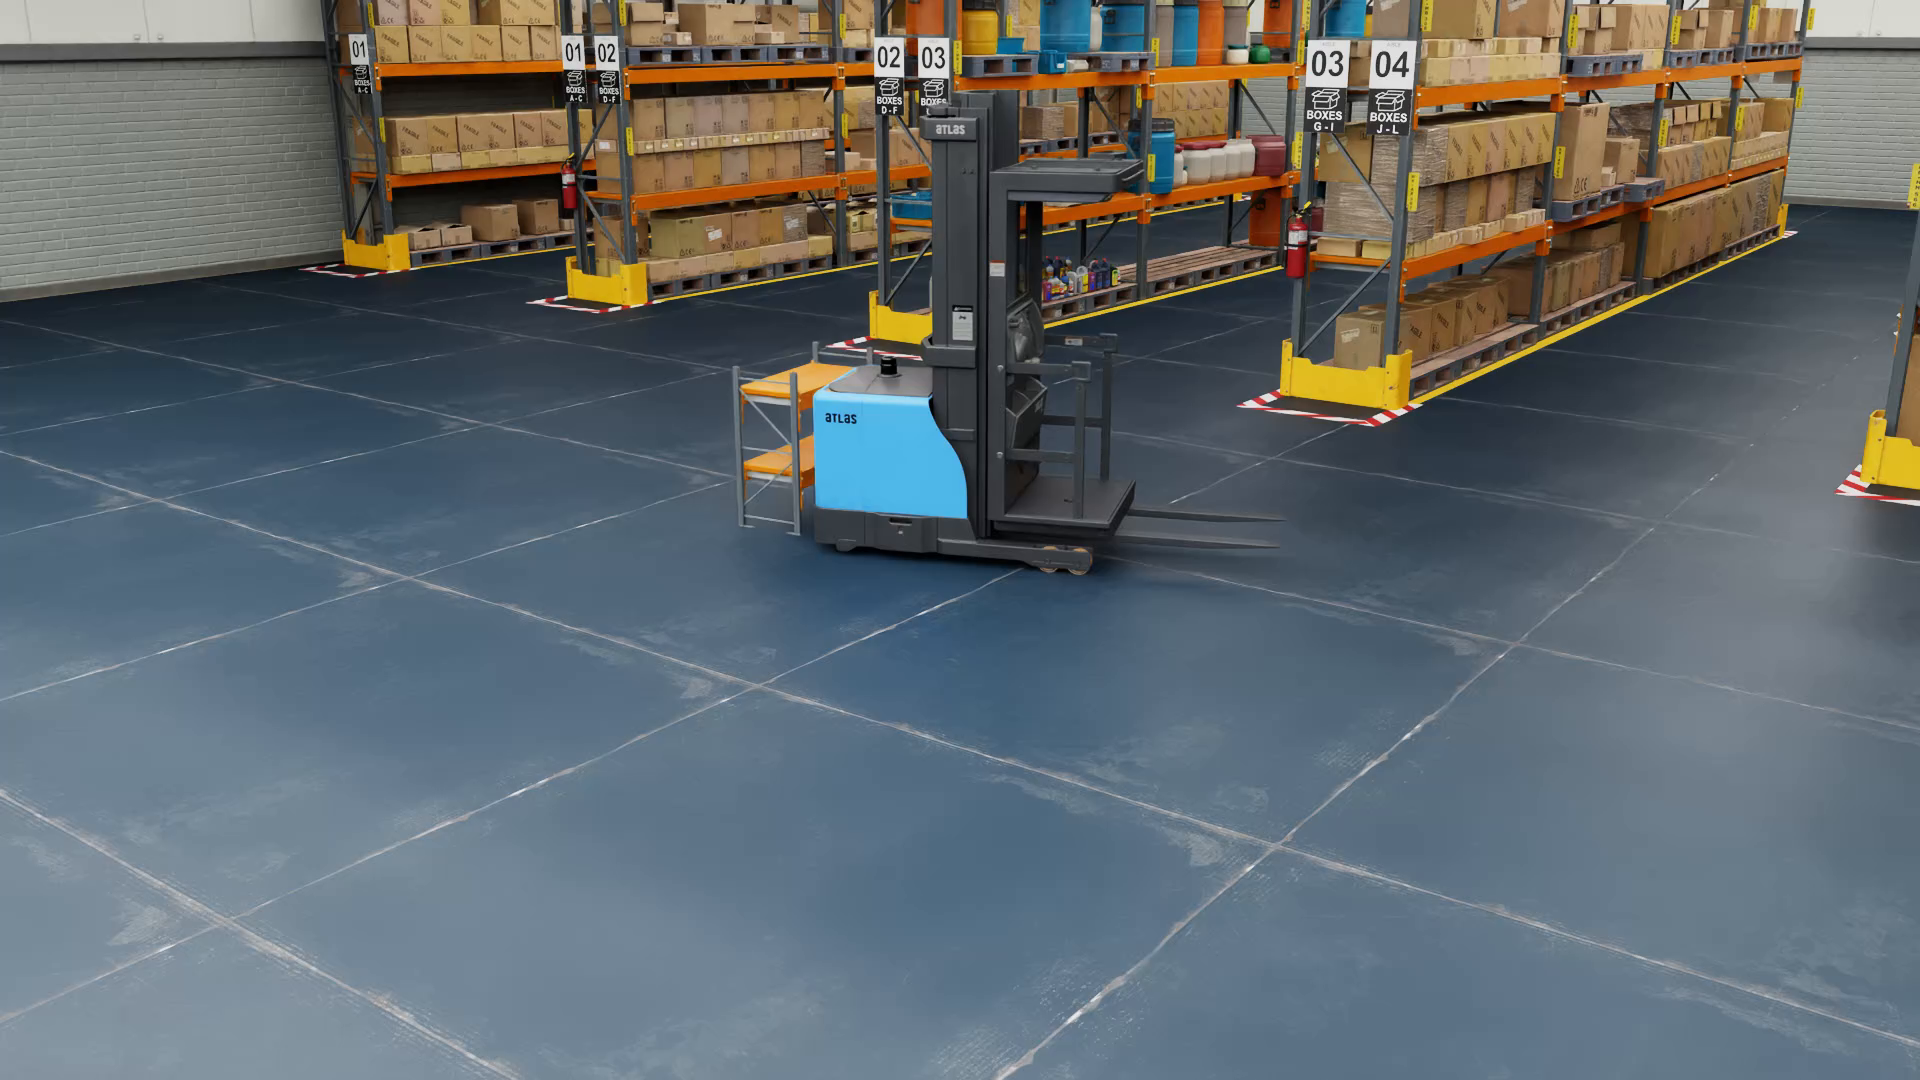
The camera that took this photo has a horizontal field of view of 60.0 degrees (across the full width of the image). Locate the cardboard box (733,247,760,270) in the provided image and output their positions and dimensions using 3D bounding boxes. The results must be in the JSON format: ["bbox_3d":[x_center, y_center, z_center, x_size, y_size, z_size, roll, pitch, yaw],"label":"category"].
[{"bbox_3d":[-3.046,-3.808,22.375,0.500,0.250,0.500,12,21,35],"label":"cardboard box"}]

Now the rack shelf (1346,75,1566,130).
[{"bbox_3d":[4.706,-4.289,16.152,1.077,0.370,4.000,12,21,35],"label":"rack shelf"}]

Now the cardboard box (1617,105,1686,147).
[{"bbox_3d":[9.120,-5.482,21.978,0.797,0.503,0.637,13,21,36],"label":"cardboard box"}]

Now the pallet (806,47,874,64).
[{"bbox_3d":[-1.541,-6.981,23.931,0.805,0.209,1.217,11,21,33],"label":"pallet"}]

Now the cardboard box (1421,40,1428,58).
[{"bbox_3d":[3.864,-4.299,14.554,0.380,0.149,0.250,12,21,34],"label":"cardboard box"}]

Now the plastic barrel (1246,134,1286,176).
[{"bbox_3d":[4.270,-5.405,23.361,0.600,0.536,0.708,12,21,35],"label":"plastic barrel"}]

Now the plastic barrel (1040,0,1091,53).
[{"bbox_3d":[1.241,-6.206,19.558,0.600,0.901,0.708,12,21,35],"label":"plastic barrel"}]

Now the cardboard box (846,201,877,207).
[{"bbox_3d":[-1.441,-4.973,25.184,0.500,0.311,0.500,12,21,35],"label":"cardboard box"}]

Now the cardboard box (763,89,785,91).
[{"bbox_3d":[-3.159,-7.882,29.598,0.500,0.250,0.500,13,22,36],"label":"cardboard box"}]

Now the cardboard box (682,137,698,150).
[{"bbox_3d":[-3.576,-5.070,21.250,0.380,0.149,0.250,12,21,34],"label":"cardboard box"}]

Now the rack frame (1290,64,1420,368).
[{"bbox_3d":[3.514,-2.723,14.956,1.000,3.000,0.127,12,21,35],"label":"rack frame"}]

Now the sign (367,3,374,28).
[{"bbox_3d":[-7.984,-7.103,22.528,0.100,0.325,0.005,12,21,35],"label":"sign"}]

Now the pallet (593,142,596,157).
[{"bbox_3d":[-5.465,-6.367,27.011,1.003,0.211,1.213,12,21,35],"label":"pallet"}]

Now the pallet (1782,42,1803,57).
[{"bbox_3d":[12.614,-7.746,26.221,1.003,0.211,1.213,12,21,35],"label":"pallet"}]

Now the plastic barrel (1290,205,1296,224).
[{"bbox_3d":[4.845,-4.786,25.085,0.421,0.512,0.421,0,17,0],"label":"plastic barrel"}]

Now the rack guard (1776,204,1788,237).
[{"bbox_3d":[13.062,-5.346,27.617,1.175,0.500,0.348,12,21,35],"label":"rack guard"}]

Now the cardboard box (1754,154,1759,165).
[{"bbox_3d":[11.879,-5.782,25.229,0.380,0.149,0.250,13,21,35],"label":"cardboard box"}]

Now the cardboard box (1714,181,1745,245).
[{"bbox_3d":[11.122,-4.910,24.873,0.875,0.875,0.875,12,21,35],"label":"cardboard box"}]

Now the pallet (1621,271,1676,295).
[{"bbox_3d":[8.811,-3.472,22.067,1.003,0.211,1.213,12,21,35],"label":"pallet"}]

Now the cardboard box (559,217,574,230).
[{"bbox_3d":[-6.331,-5.026,26.407,0.380,0.166,0.250,9,20,28],"label":"cardboard box"}]

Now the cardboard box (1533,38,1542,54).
[{"bbox_3d":[5.623,-4.976,16.734,0.380,0.149,0.250,11,20,32],"label":"cardboard box"}]

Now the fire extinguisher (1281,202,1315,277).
[{"bbox_3d":[3.076,-2.741,15.142,0.296,0.674,0.183,12,21,35],"label":"fire extinguisher"}]

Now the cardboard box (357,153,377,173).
[{"bbox_3d":[-8.297,-5.433,23.900,0.500,0.250,0.500,13,21,35],"label":"cardboard box"}]

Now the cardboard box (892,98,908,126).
[{"bbox_3d":[-1.343,-8.252,32.056,0.500,0.500,0.500,12,21,34],"label":"cardboard box"}]

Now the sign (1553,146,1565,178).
[{"bbox_3d":[6.338,-3.995,17.592,0.100,0.325,0.005,12,21,35],"label":"sign"}]

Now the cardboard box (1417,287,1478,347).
[{"bbox_3d":[4.985,-2.295,17.084,0.500,0.500,0.500,10,20,30],"label":"cardboard box"}]

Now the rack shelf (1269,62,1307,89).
[{"bbox_3d":[5.495,-7.069,25.106,1.077,0.370,4.000,12,21,35],"label":"rack shelf"}]

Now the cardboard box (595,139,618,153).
[{"bbox_3d":[-4.365,-4.957,20.886,0.380,0.149,0.250,12,21,34],"label":"cardboard box"}]

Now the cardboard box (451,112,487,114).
[{"bbox_3d":[-7.398,-6.157,24.968,0.500,0.500,0.500,13,21,35],"label":"cardboard box"}]

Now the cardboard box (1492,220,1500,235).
[{"bbox_3d":[5.221,-3.164,16.798,0.380,0.149,0.250,12,21,35],"label":"cardboard box"}]

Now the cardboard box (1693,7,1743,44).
[{"bbox_3d":[11.082,-7.507,24.257,0.700,0.500,0.500,11,20,31],"label":"cardboard box"}]

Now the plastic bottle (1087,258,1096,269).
[{"bbox_3d":[1.652,-3.318,20.594,0.144,0.351,0.185,12,21,35],"label":"plastic bottle"}]

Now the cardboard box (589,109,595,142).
[{"bbox_3d":[-5.706,-6.675,26.770,0.700,0.500,0.500,12,21,35],"label":"cardboard box"}]

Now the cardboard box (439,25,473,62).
[{"bbox_3d":[-7.365,-7.121,23.855,0.500,0.500,0.500,14,22,37],"label":"cardboard box"}]

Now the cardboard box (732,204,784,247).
[{"bbox_3d":[-2.759,-4.287,22.655,0.500,0.500,0.500,12,21,35],"label":"cardboard box"}]

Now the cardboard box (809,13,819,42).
[{"bbox_3d":[-2.797,-9.336,30.280,0.700,0.500,0.500,14,22,37],"label":"cardboard box"}]

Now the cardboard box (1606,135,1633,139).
[{"bbox_3d":[7.991,-4.741,20.578,0.500,0.500,0.500,10,20,28],"label":"cardboard box"}]

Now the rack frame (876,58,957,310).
[{"bbox_3d":[-0.464,-3.599,17.774,1.000,3.000,0.127,12,21,35],"label":"rack frame"}]

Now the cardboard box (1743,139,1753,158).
[{"bbox_3d":[11.455,-5.835,24.728,0.500,0.250,0.500,12,21,34],"label":"cardboard box"}]

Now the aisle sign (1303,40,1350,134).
[{"bbox_3d":[3.236,-4.003,14.693,0.394,0.787,0.004,12,21,35],"label":"aisle sign"}]

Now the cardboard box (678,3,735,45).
[{"bbox_3d":[-3.231,-6.570,21.171,0.500,0.500,0.500,12,21,35],"label":"cardboard box"}]

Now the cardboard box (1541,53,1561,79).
[{"bbox_3d":[5.835,-4.882,17.103,0.500,0.250,0.500,13,22,37],"label":"cardboard box"}]

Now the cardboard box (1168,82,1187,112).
[{"bbox_3d":[3.831,-8.166,30.627,0.500,0.500,0.500,12,21,33],"label":"cardboard box"}]

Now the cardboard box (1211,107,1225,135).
[{"bbox_3d":[4.739,-8.054,31.954,0.500,0.500,0.500,13,21,35],"label":"cardboard box"}]

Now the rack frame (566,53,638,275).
[{"bbox_3d":[-4.440,-4.475,20.596,1.000,3.000,0.127,12,21,35],"label":"rack frame"}]

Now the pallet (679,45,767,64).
[{"bbox_3d":[-3.271,-6.321,21.631,1.003,0.211,1.213,12,21,35],"label":"pallet"}]

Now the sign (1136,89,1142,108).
[{"bbox_3d":[3.158,-7.789,29.315,0.100,0.325,0.005,12,21,35],"label":"sign"}]

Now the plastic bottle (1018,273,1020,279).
[{"bbox_3d":[0.629,-3.187,20.173,0.144,0.351,0.185,13,22,37],"label":"plastic bottle"}]

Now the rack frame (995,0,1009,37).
[{"bbox_3d":[0.327,-9.245,25.842,1.000,3.000,0.127,12,21,35],"label":"rack frame"}]

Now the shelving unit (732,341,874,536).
[{"bbox_3d":[-1.076,-0.738,11.722,0.538,1.125,1.048,9,19,26],"label":"shelving unit"}]

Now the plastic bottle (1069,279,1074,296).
[{"bbox_3d":[1.312,-3.027,19.910,0.097,0.201,0.097,0,17,0],"label":"plastic bottle"}]

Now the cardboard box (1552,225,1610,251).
[{"bbox_3d":[7.598,-3.710,20.342,0.500,0.250,0.500,16,23,41],"label":"cardboard box"}]

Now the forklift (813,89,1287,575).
[{"bbox_3d":[0.610,-1.353,10.659,3.031,2.935,1.130,4,18,14],"label":"forklift"}]

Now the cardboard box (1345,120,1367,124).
[{"bbox_3d":[3.937,-3.685,15.698,0.500,0.500,0.500,12,21,35],"label":"cardboard box"}]

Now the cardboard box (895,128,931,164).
[{"bbox_3d":[-0.660,-6.025,25.420,0.500,0.500,0.500,11,20,32],"label":"cardboard box"}]

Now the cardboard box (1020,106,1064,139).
[{"bbox_3d":[1.310,-6.983,27.794,0.500,0.500,0.700,-15,23,-40],"label":"cardboard box"}]

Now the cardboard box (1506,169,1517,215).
[{"bbox_3d":[5.253,-3.657,17.291,0.875,0.500,0.500,12,21,35],"label":"cardboard box"}]

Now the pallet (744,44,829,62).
[{"bbox_3d":[-2.544,-6.610,22.563,1.003,0.211,1.213,12,21,35],"label":"pallet"}]
